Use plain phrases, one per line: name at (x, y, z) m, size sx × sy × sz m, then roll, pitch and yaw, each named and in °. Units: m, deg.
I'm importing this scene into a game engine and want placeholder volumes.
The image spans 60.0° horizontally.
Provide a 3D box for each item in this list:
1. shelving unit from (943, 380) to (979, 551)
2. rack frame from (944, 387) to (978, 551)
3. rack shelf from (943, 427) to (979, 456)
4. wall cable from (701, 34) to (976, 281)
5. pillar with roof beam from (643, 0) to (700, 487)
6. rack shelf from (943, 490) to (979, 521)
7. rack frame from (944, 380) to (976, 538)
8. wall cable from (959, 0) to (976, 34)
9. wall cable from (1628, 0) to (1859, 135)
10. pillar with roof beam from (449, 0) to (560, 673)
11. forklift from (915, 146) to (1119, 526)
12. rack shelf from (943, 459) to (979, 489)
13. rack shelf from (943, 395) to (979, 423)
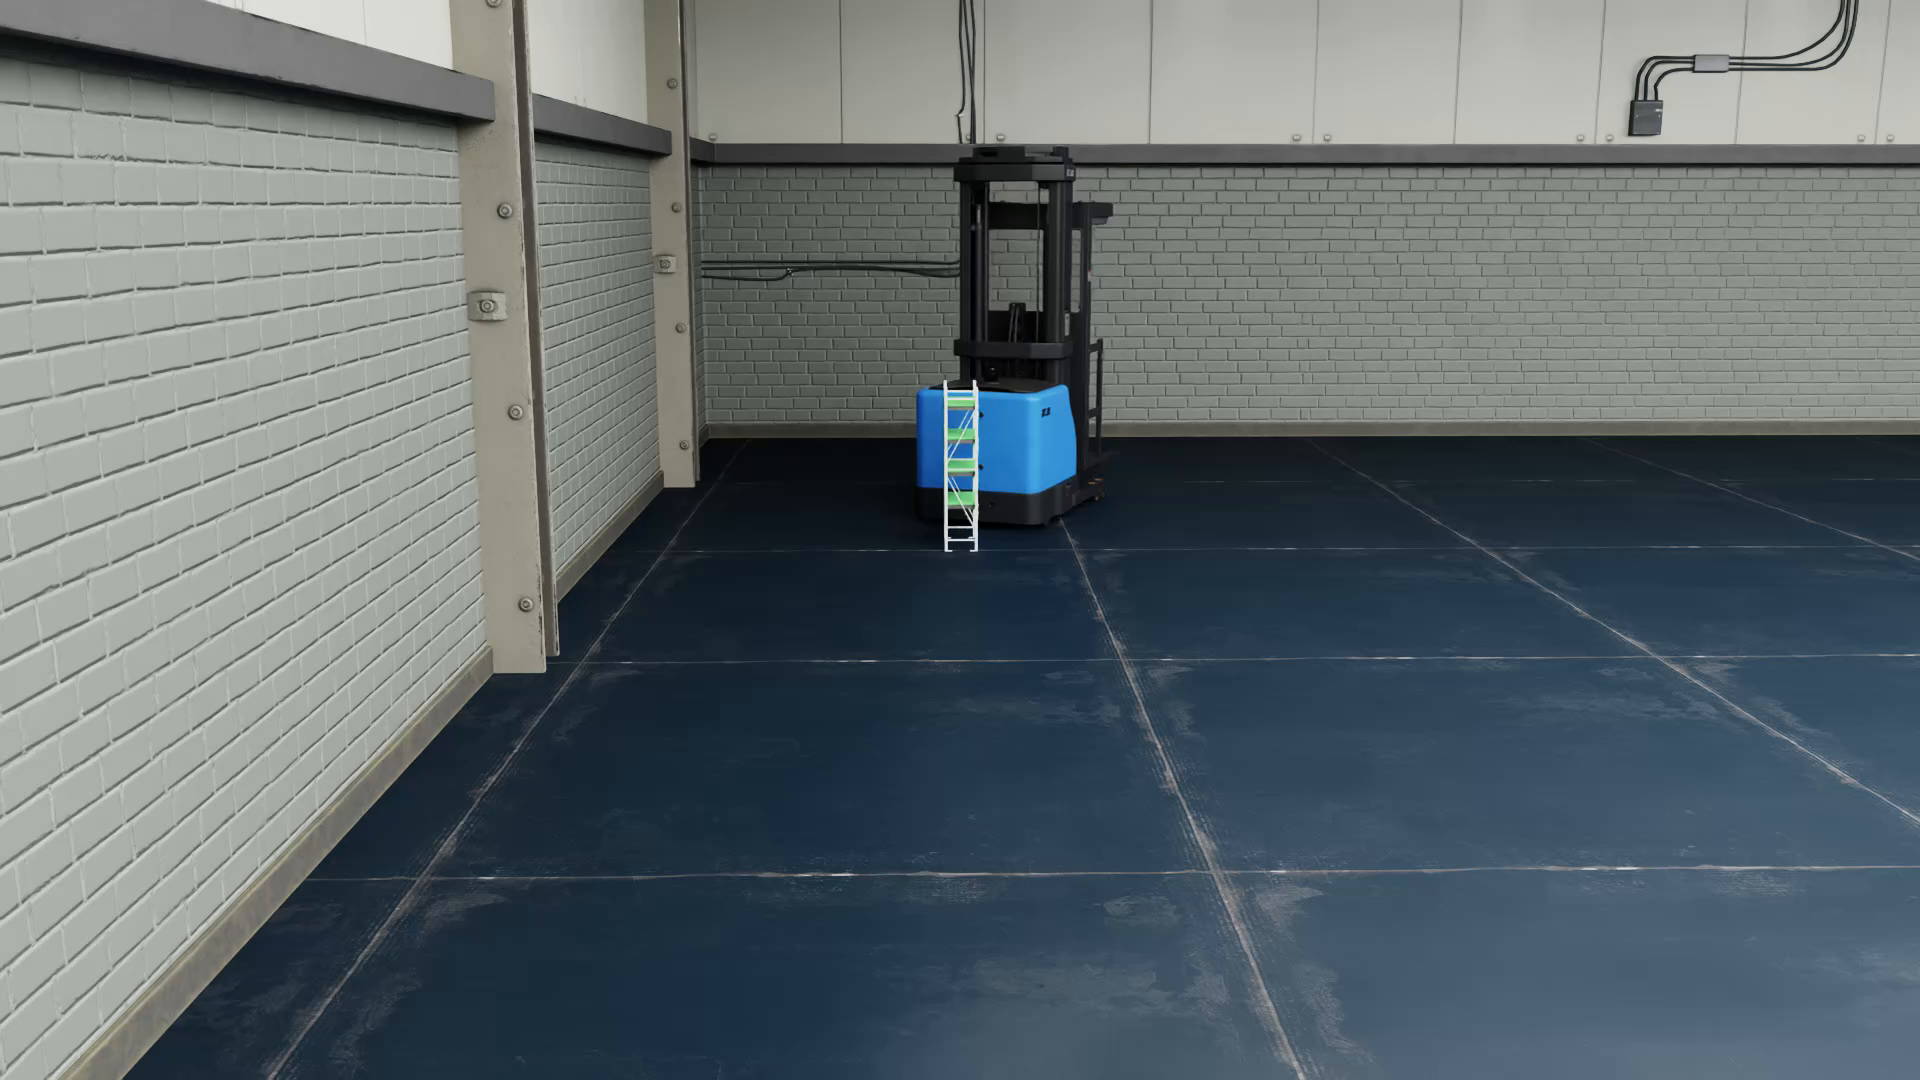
shelving unit at (0.003, -0.555, 12.278) m, size 0.258 × 1.200 × 0.503 m, roll 0°, pitch 11°, yaw -1°
rack frame at (0.008, -0.507, 12.039) m, size 0.240 × 1.200 × 0.015 m, roll 0°, pitch 11°, yaw -1°
rack shelf at (0.003, -0.728, 12.243) m, size 0.258 × 0.148 × 0.480 m, roll 0°, pitch 11°, yaw -1°
wall cable at (-1.275, -3.991, 17.408) m, size 3.097 × 2.526 × 0.112 m, roll 0°, pitch 11°, yaw -1°
pillar with roof beam at (1.768, -4.939, 14.273) m, size 9.100 × 9.000 × 0.400 m, roll 0°, pitch 11°, yaw -1°
rack shelf at (0.003, -0.257, 12.338) m, size 0.258 × 0.148 × 0.480 m, roll 0°, pitch 11°, yaw -1°
rack frame at (-0.002, -0.604, 12.517) m, size 0.240 × 1.200 × 0.015 m, roll 0°, pitch 11°, yaw -1°
wall cable at (1.430, -6.477, 16.960) m, size 3.097 × 2.526 × 0.112 m, roll 0°, pitch 11°, yaw -1°
wall cable at (8.217, -7.215, 16.938) m, size 2.305 × 6.003 × 0.169 m, roll 0°, pitch 11°, yaw -1°
pillar with roof beam at (1.892, -3.747, 8.394) m, size 9.100 × 9.000 × 0.400 m, roll 0°, pitch 11°, yaw -1°
forklift at (0.635, -1.794, 14.029) m, size 1.130 × 2.935 × 3.031 m, roll 4°, pitch 12°, yaw 20°
rack shelf at (0.003, -0.493, 12.290) m, size 0.258 × 0.148 × 0.480 m, roll 0°, pitch 11°, yaw -1°
rack shelf at (0.003, -0.963, 12.195) m, size 0.258 × 0.148 × 0.480 m, roll 0°, pitch 11°, yaw -1°
